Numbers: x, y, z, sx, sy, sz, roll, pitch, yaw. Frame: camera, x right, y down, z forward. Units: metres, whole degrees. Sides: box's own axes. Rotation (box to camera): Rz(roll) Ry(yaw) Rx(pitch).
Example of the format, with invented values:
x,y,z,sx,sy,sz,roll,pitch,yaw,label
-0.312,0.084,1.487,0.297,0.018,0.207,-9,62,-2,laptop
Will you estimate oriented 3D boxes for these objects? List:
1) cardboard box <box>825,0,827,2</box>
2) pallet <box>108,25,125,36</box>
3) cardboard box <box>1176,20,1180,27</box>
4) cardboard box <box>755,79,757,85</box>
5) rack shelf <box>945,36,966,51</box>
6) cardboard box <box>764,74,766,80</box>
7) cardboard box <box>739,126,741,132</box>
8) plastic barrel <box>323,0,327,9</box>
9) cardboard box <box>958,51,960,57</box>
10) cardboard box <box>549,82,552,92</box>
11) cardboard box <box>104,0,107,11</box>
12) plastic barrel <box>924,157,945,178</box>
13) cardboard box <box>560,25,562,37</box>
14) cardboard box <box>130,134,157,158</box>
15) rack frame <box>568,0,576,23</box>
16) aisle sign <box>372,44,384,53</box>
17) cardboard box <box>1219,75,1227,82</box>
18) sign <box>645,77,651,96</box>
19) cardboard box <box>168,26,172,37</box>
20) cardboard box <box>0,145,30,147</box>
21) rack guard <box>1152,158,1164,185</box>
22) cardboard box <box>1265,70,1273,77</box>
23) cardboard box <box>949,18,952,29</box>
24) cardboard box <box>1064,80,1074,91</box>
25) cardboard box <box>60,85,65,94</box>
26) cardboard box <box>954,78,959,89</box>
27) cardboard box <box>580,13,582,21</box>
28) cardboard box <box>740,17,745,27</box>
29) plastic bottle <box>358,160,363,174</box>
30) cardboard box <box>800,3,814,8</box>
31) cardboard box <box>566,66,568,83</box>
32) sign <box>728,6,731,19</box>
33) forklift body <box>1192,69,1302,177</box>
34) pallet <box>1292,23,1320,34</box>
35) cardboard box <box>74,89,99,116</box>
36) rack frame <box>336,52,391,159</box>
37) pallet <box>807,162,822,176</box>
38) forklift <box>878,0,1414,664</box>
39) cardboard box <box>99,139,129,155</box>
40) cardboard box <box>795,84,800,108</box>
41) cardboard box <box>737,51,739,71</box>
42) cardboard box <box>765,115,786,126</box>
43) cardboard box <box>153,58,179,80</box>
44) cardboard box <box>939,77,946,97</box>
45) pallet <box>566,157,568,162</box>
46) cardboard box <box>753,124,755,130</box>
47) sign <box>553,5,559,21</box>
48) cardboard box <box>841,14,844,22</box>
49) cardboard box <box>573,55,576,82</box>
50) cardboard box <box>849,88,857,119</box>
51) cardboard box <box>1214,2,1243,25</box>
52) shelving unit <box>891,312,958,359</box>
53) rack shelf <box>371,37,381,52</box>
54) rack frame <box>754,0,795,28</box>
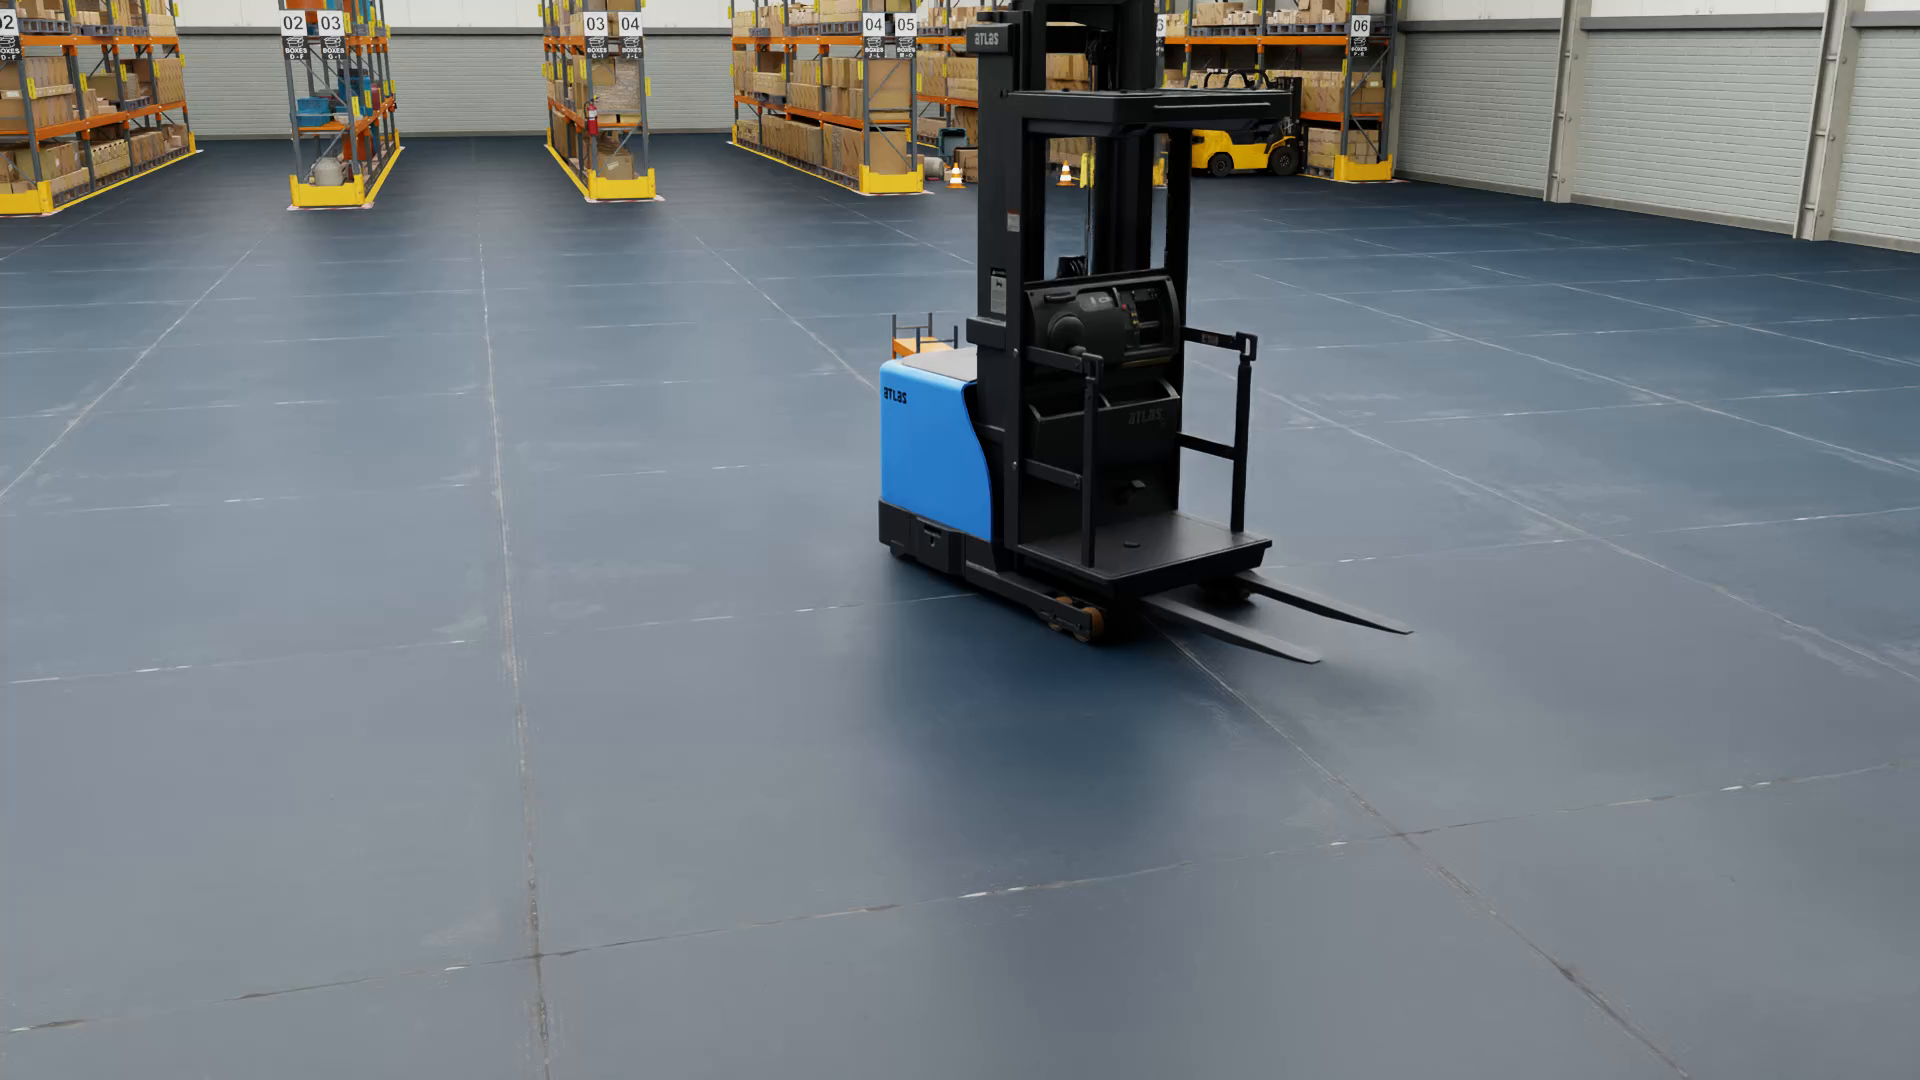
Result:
x,y,z,sx,sy,sz,roll,pitch,yaw,label
-2.481,-10.772,33.030,0.380,0.149,0.250,-5,17,-16,cardboard box
-17.545,-10.218,33.369,1.213,0.211,1.003,-4,17,-13,pallet
5.580,-12.794,41.185,0.380,0.149,0.250,-4,17,-14,cardboard box
-4.855,-11.312,41.085,0.380,0.149,0.250,-5,17,-16,cardboard box
0.687,-12.263,41.101,1.077,0.370,4.000,-5,17,-15,rack shelf
-4.494,-11.094,39.843,0.380,0.149,0.250,-4,17,-14,cardboard box
-5.775,-11.145,45.048,0.380,0.149,0.250,-5,17,-16,cardboard box
-11.290,-9.263,28.806,0.600,0.588,0.600,0,17,0,plastic barrel
-0.221,-12.704,43.490,0.380,0.149,0.250,-4,17,-14,cardboard box
-10.185,-11.538,42.391,0.500,0.250,0.500,-5,17,-16,cardboard box
-18.071,-11.278,34.658,0.500,0.500,0.500,-5,17,-15,cardboard box
-0.609,-7.666,34.237,0.512,0.421,0.421,7,18,23,plastic barrel
-8.407,-11.049,36.069,0.500,0.250,0.500,-4,17,-14,cardboard box
-18.240,-8.783,37.056,0.500,0.500,0.500,-4,17,-15,cardboard box
-7.192,-11.601,32.432,1.000,3.000,0.127,-5,17,-15,rack frame
-14.990,-12.944,42.811,0.394,0.787,0.004,-5,17,-15,aisle sign
6.274,-10.759,38.754,0.380,0.149,0.250,-5,17,-17,cardboard box
-5.571,-8.079,29.630,0.100,0.325,0.005,-5,17,-15,sign
-19.494,-12.370,40.465,0.500,0.250,0.500,-5,17,-15,cardboard box
-16.477,-6.622,29.028,0.500,0.500,0.500,-5,17,-15,cardboard box
3.415,-7.229,32.650,1.175,0.500,0.348,-5,17,-15,rack guard
6.910,-10.295,36.691,0.380,0.149,0.250,-4,17,-14,cardboard box
-0.061,-13.132,42.245,0.396,0.266,0.258,-5,17,-16,cardboard box
2.475,-9.281,34.446,0.500,0.500,0.500,-5,17,-16,cardboard box
-16.224,-8.033,29.679,0.380,0.149,0.250,-5,17,-15,cardboard box
0.158,-11.606,42.268,0.500,0.250,0.500,-4,17,-14,cardboard box
-6.608,-9.378,29.812,0.380,0.149,0.250,-5,18,-18,cardboard box
-5.410,-13.449,43.189,0.500,0.250,0.500,-5,18,-17,cardboard box
-11.447,-7.070,31.616,0.144,0.351,0.185,-6,18,-18,plastic bottle
-3.590,-12.394,38.779,0.396,0.266,0.258,-5,17,-15,cardboard box
-8.653,-10.747,38.098,0.797,0.503,0.637,-4,17,-14,cardboard box
-6.215,-14.224,44.858,0.100,0.325,0.005,-5,17,-15,sign
5.932,-8.773,34.918,2.313,2.155,1.214,-5,17,-15,forklift body
7.699,-10.729,34.895,1.003,0.211,1.213,-5,17,-15,pallet
-17.340,-8.638,32.820,0.500,0.500,0.500,-6,18,-18,cardboard box
-14.153,-10.550,39.358,1.000,3.000,0.127,-5,17,-15,rack frame
-2.680,-7.964,35.599,1.003,0.211,1.213,-5,17,-15,pallet
0.835,-1.081,7.958,1.130,2.935,3.031,-12,21,-35,forklift
-17.436,-8.080,34.212,0.500,0.311,0.500,-4,17,-14,cardboard box
-3.350,-9.821,36.760,0.500,0.500,0.500,-5,17,-15,cardboard box
-5.680,-12.797,44.411,0.500,0.500,0.500,-4,17,-14,cardboard box
-4.496,-10.296,40.826,0.500,0.250,0.500,-4,17,-14,cardboard box
-19.489,-11.551,40.781,0.500,0.500,0.500,-4,17,-14,cardboard box
-0.235,-11.881,43.616,0.500,0.500,0.500,-5,17,-15,cardboard box
-8.767,-9.060,39.247,1.003,0.211,1.213,-5,17,-15,pallet
-5.125,-10.640,42.850,0.380,0.149,0.250,-5,17,-16,cardboard box
-8.827,-11.515,36.323,0.100,0.325,0.005,-5,17,-15,sign
-2.062,-9.968,31.741,0.380,0.149,0.250,-5,17,-15,cardboard box
-7.313,-9.253,32.613,0.500,0.500,0.500,-5,17,-15,cardboard box
-1.614,-8.307,31.633,0.875,0.550,0.550,-5,17,-15,cardboard box
6.253,-12.244,38.708,0.500,0.500,0.500,-4,17,-14,cardboard box
-0.203,-0.677,9.619,0.258,1.200,0.503,-5,18,-17,shelving unit
-13.603,-11.088,37.189,1.077,0.370,4.000,-5,17,-15,rack shelf
-4.594,-14.179,41.011,1.000,3.000,0.127,-5,17,-15,rack frame
